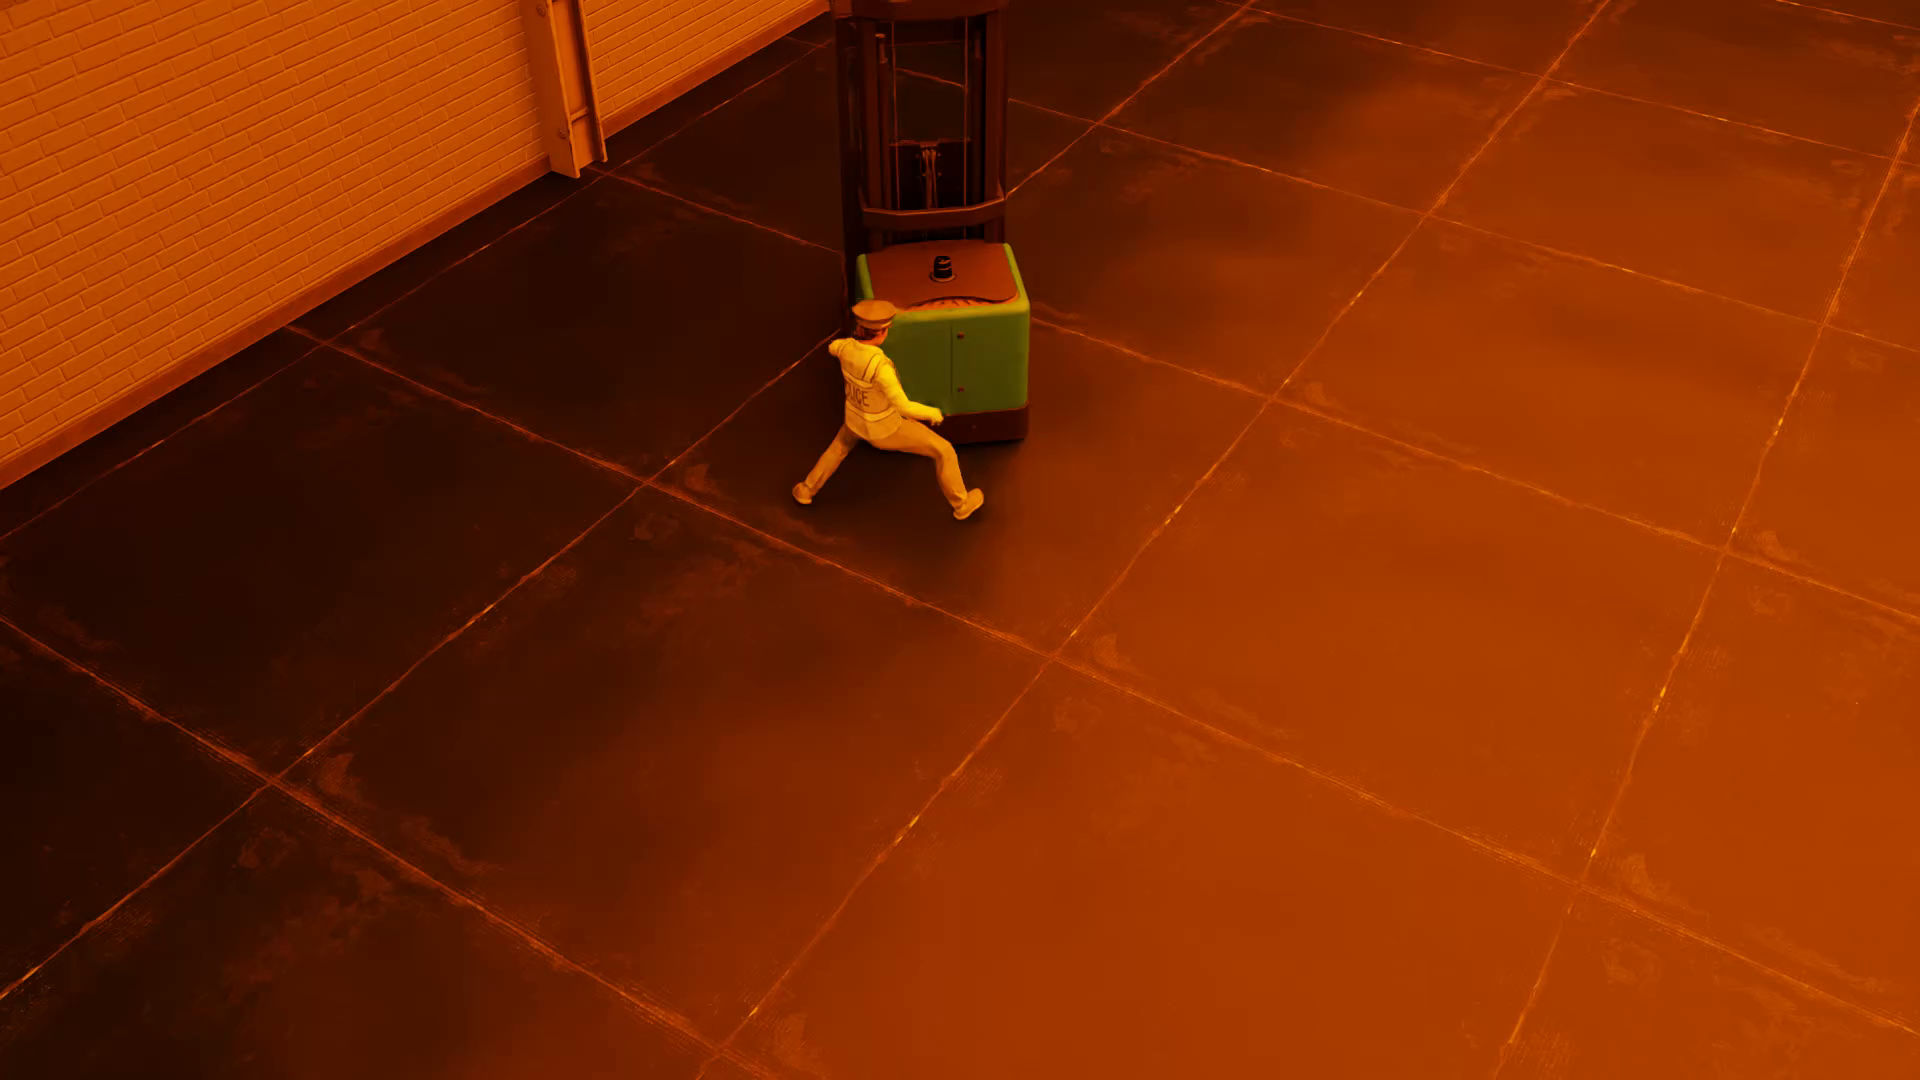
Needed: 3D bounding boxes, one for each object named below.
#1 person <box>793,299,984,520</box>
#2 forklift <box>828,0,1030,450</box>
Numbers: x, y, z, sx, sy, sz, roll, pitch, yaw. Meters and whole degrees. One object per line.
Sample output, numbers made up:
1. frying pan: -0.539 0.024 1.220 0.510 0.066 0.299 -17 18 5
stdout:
1. person: -0.467 -0.803 10.063 0.931 1.518 0.997 -30 49 -30
2. forklift: -0.273 -2.653 11.098 1.130 2.935 3.031 -5 41 -6
